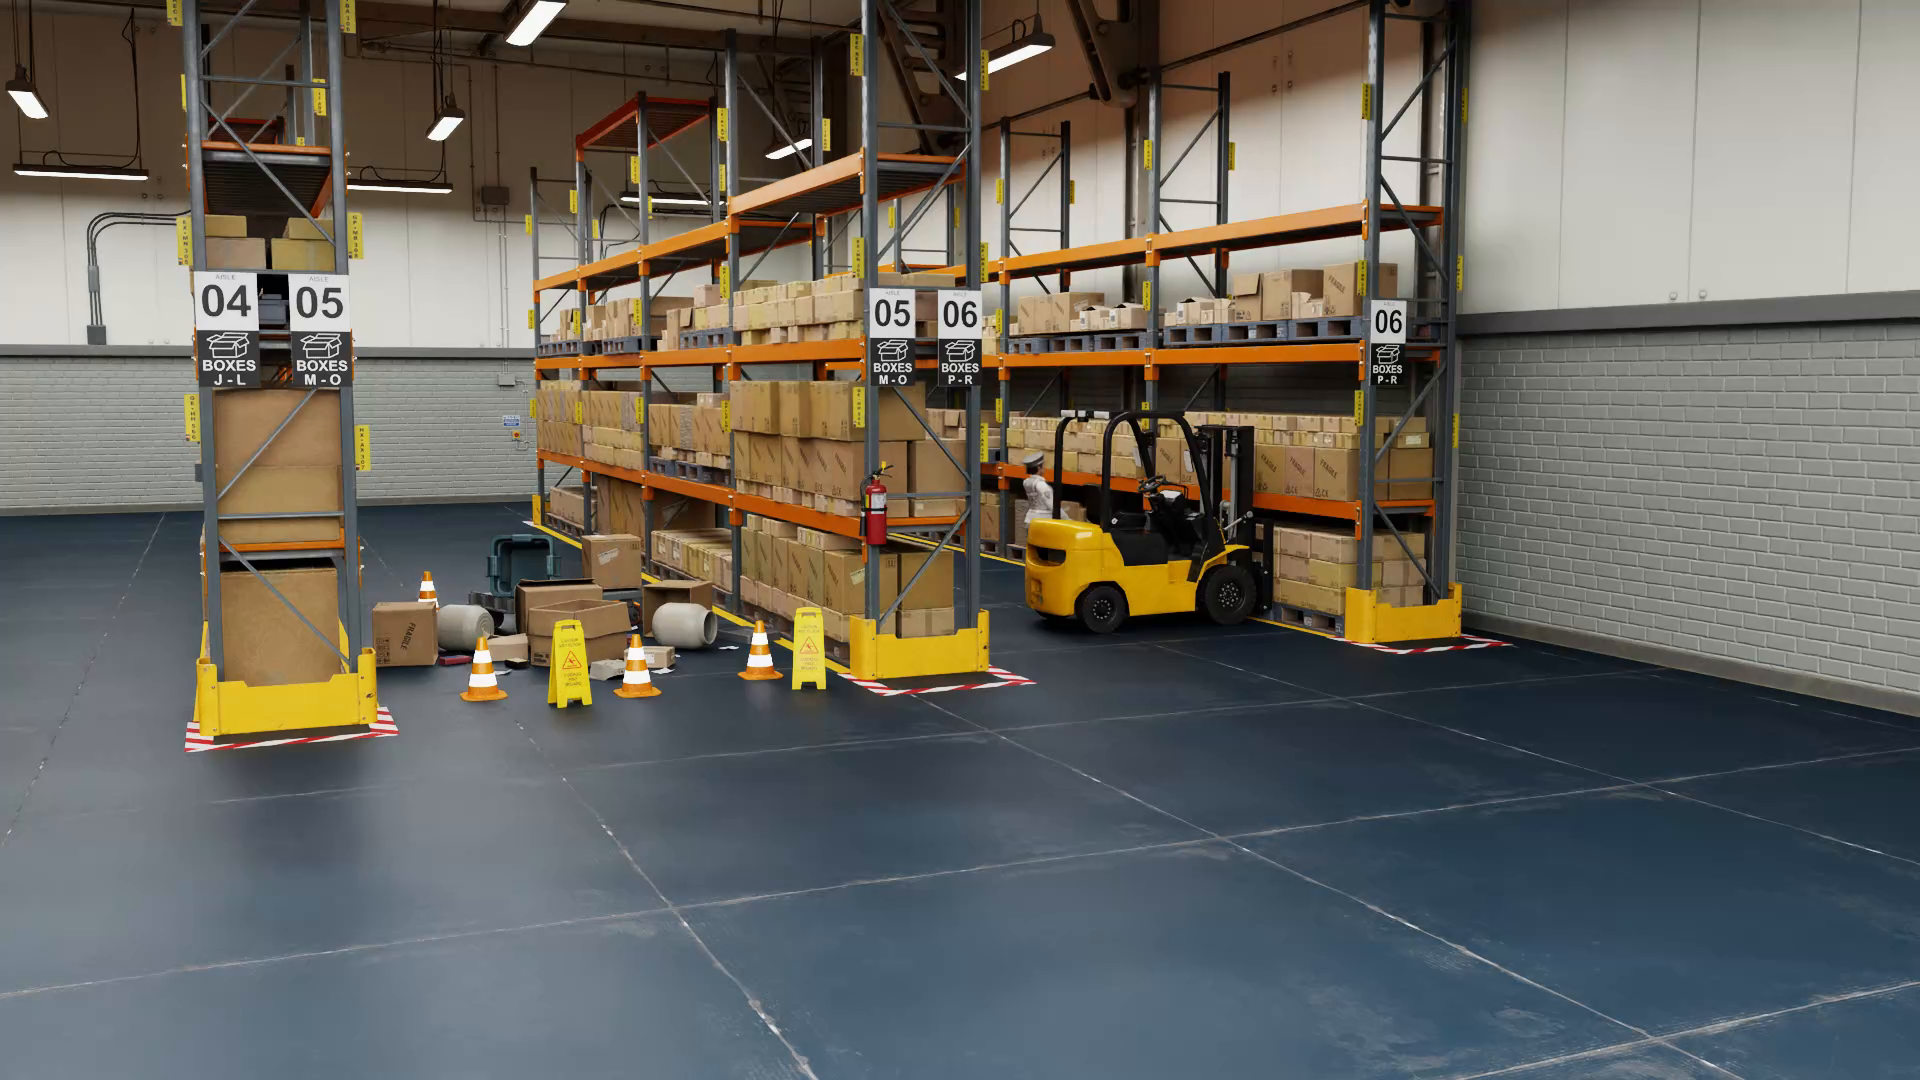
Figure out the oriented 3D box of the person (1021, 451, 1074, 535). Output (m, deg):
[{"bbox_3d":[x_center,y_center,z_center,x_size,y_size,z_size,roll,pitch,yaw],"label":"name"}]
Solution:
[{"bbox_3d":[0.952,-0.129,18.231,0.560,1.686,0.459,-2,6,-23],"label":"person"}]
